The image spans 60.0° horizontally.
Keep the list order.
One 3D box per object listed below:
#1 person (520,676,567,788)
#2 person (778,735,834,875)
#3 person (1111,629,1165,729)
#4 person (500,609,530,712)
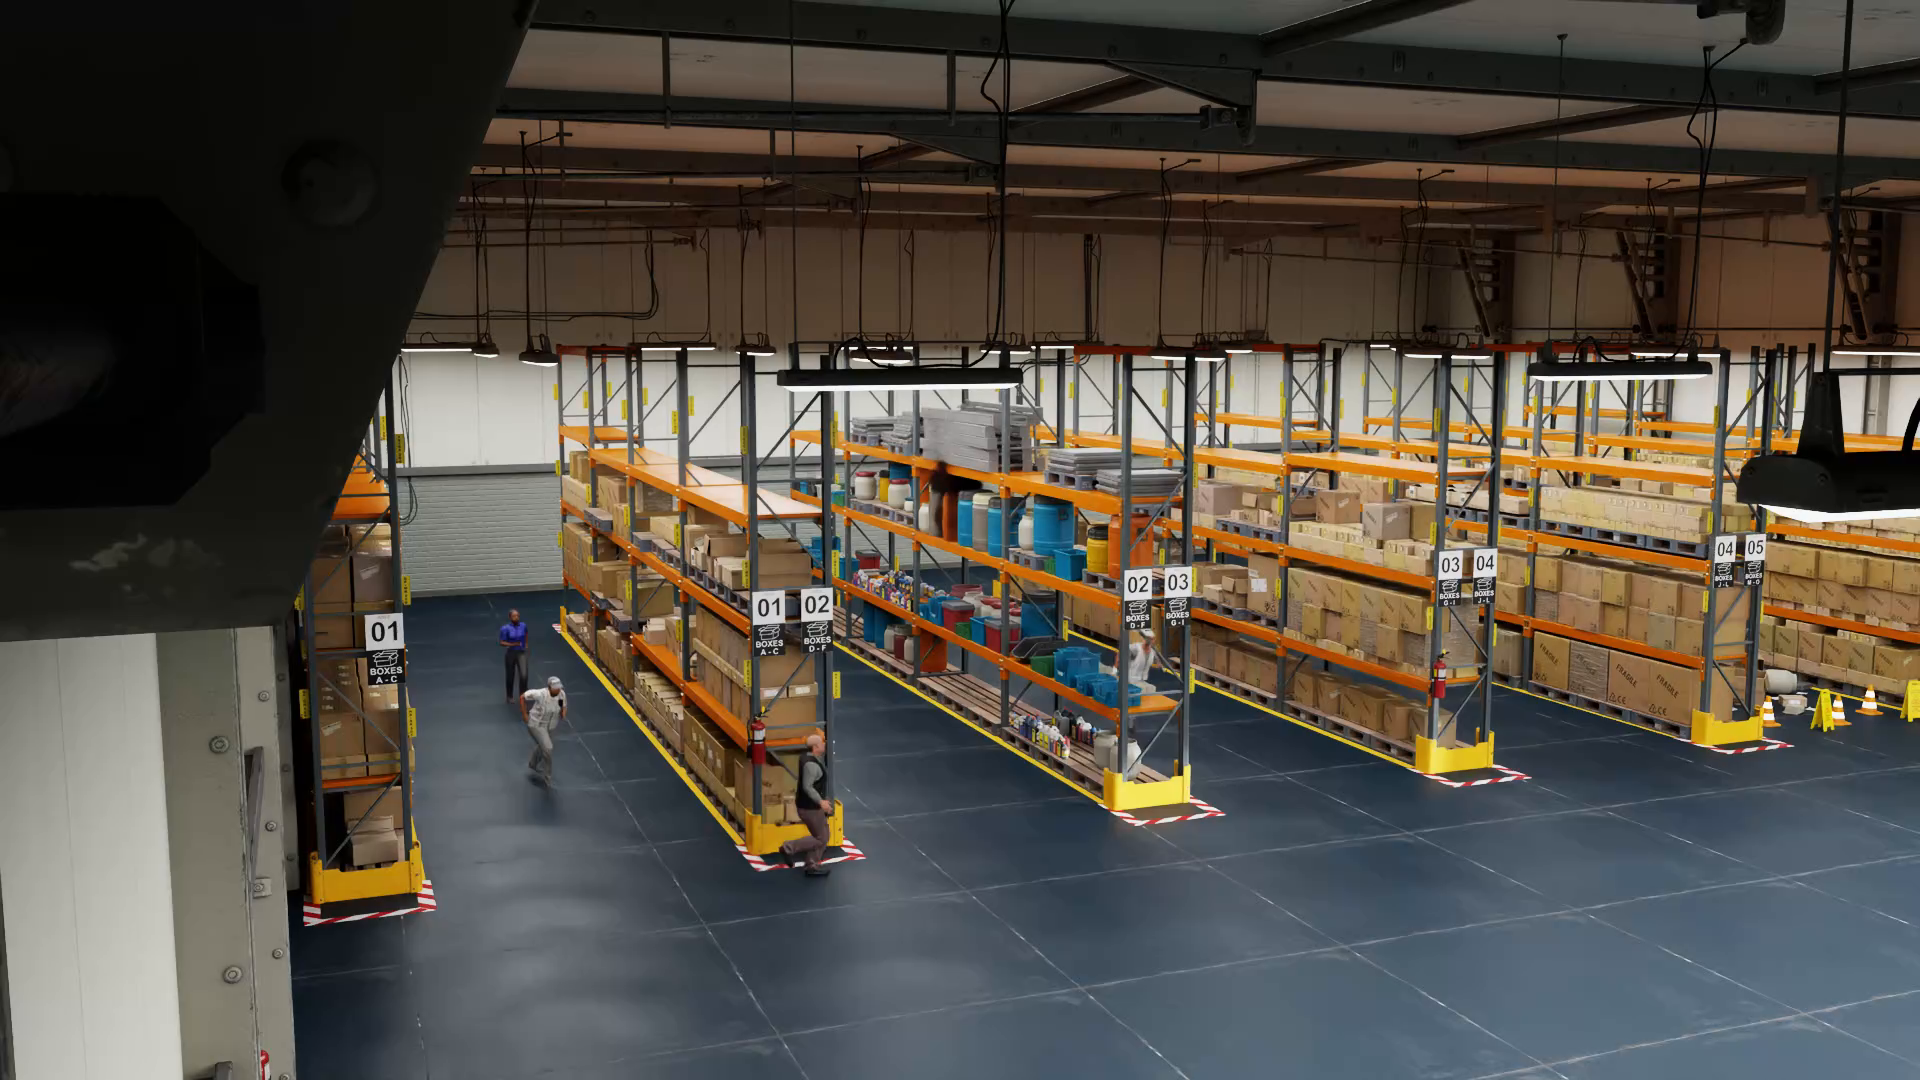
[{"bbox_3d":[-5.825,2.653,23.173,0.655,1.624,1.006,-7,10,-42],"label":"person"},{"bbox_3d":[-1.792,3.078,19.238,0.638,1.666,0.647,-1,7,-7],"label":"person"},{"bbox_3d":[2.808,2.185,26.115,0.701,1.648,0.956,-5,9,-35],"label":"person"},{"bbox_3d":[-7.431,1.988,27.792,0.524,1.715,0.848,-3,8,-25],"label":"person"}]
